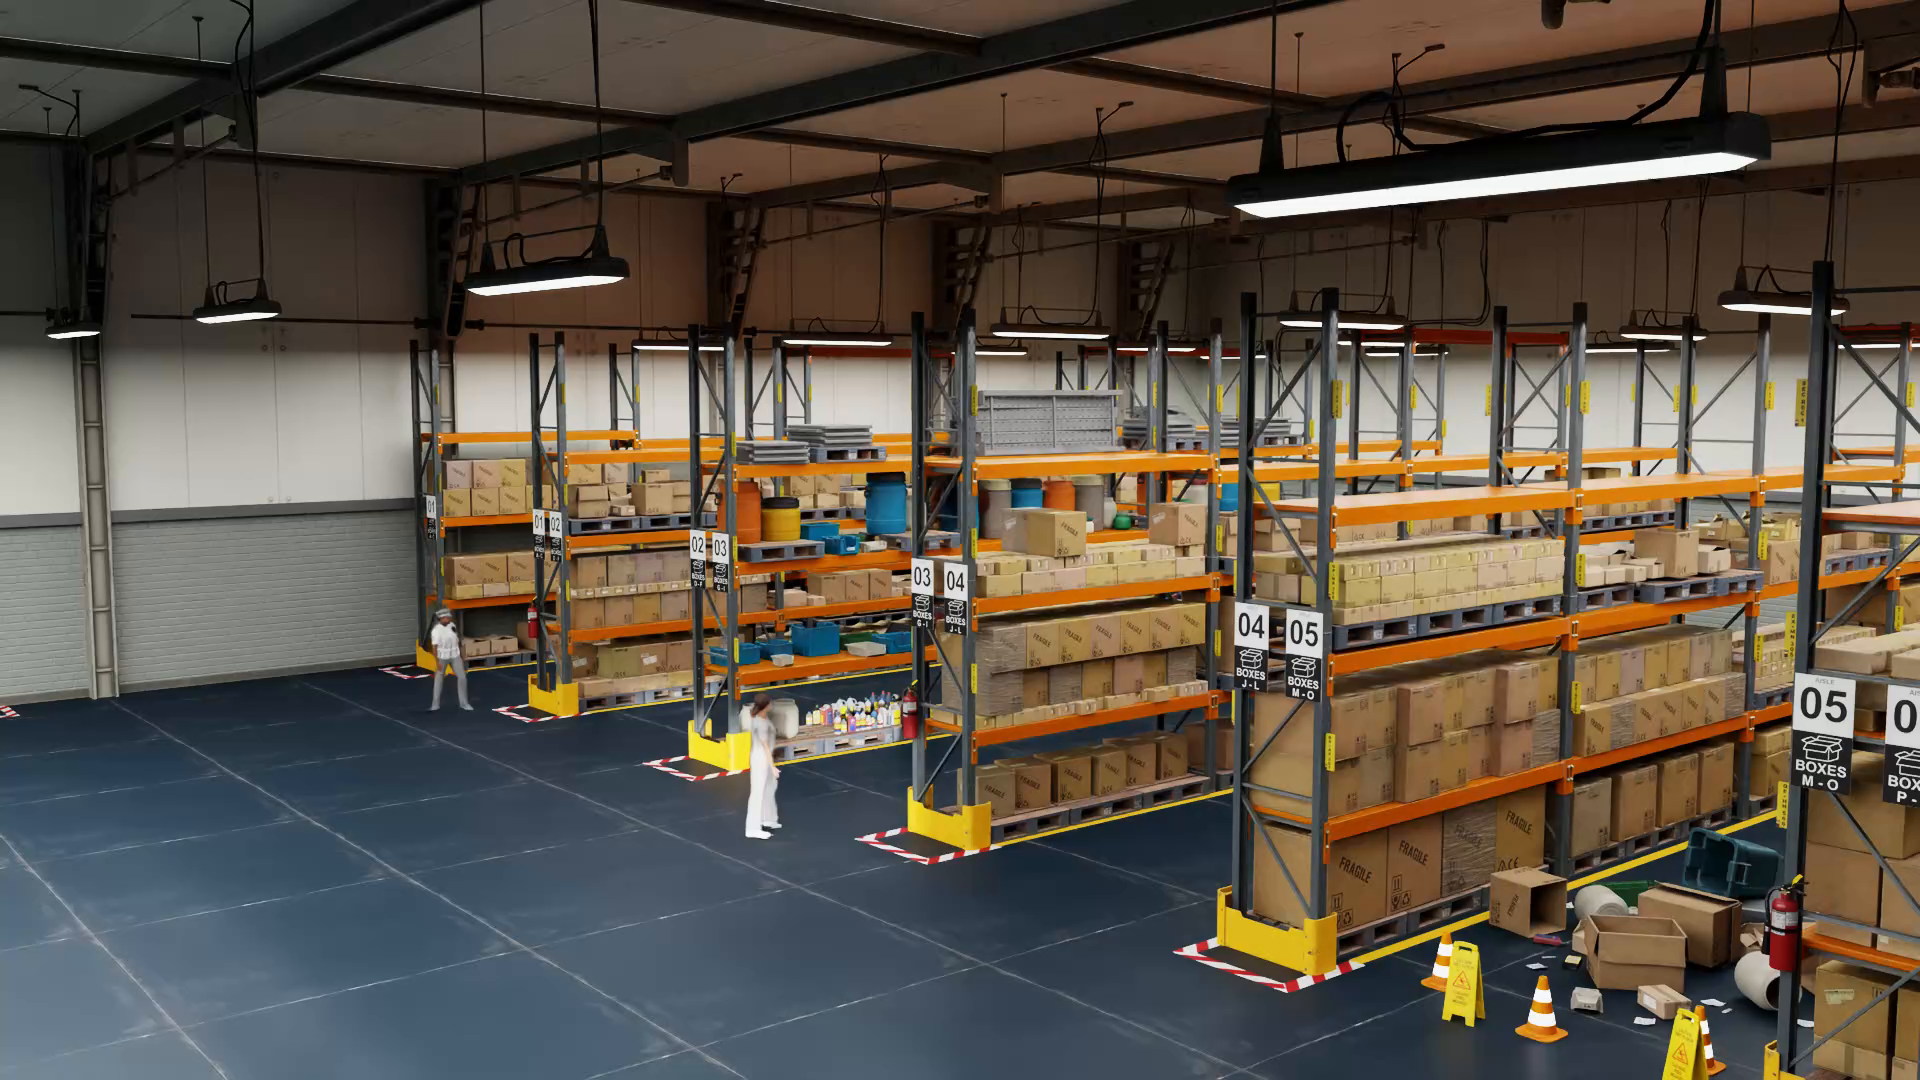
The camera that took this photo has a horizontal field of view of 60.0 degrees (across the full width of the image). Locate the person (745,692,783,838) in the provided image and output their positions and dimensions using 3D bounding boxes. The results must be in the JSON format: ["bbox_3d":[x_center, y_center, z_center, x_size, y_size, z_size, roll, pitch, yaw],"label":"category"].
[{"bbox_3d":[-2.265,2.580,19.198,0.413,1.712,0.636,0,5,-3],"label":"person"}]

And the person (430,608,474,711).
[{"bbox_3d":[-8.129,1.910,26.473,0.620,1.698,0.558,-4,7,-38],"label":"person"}]
